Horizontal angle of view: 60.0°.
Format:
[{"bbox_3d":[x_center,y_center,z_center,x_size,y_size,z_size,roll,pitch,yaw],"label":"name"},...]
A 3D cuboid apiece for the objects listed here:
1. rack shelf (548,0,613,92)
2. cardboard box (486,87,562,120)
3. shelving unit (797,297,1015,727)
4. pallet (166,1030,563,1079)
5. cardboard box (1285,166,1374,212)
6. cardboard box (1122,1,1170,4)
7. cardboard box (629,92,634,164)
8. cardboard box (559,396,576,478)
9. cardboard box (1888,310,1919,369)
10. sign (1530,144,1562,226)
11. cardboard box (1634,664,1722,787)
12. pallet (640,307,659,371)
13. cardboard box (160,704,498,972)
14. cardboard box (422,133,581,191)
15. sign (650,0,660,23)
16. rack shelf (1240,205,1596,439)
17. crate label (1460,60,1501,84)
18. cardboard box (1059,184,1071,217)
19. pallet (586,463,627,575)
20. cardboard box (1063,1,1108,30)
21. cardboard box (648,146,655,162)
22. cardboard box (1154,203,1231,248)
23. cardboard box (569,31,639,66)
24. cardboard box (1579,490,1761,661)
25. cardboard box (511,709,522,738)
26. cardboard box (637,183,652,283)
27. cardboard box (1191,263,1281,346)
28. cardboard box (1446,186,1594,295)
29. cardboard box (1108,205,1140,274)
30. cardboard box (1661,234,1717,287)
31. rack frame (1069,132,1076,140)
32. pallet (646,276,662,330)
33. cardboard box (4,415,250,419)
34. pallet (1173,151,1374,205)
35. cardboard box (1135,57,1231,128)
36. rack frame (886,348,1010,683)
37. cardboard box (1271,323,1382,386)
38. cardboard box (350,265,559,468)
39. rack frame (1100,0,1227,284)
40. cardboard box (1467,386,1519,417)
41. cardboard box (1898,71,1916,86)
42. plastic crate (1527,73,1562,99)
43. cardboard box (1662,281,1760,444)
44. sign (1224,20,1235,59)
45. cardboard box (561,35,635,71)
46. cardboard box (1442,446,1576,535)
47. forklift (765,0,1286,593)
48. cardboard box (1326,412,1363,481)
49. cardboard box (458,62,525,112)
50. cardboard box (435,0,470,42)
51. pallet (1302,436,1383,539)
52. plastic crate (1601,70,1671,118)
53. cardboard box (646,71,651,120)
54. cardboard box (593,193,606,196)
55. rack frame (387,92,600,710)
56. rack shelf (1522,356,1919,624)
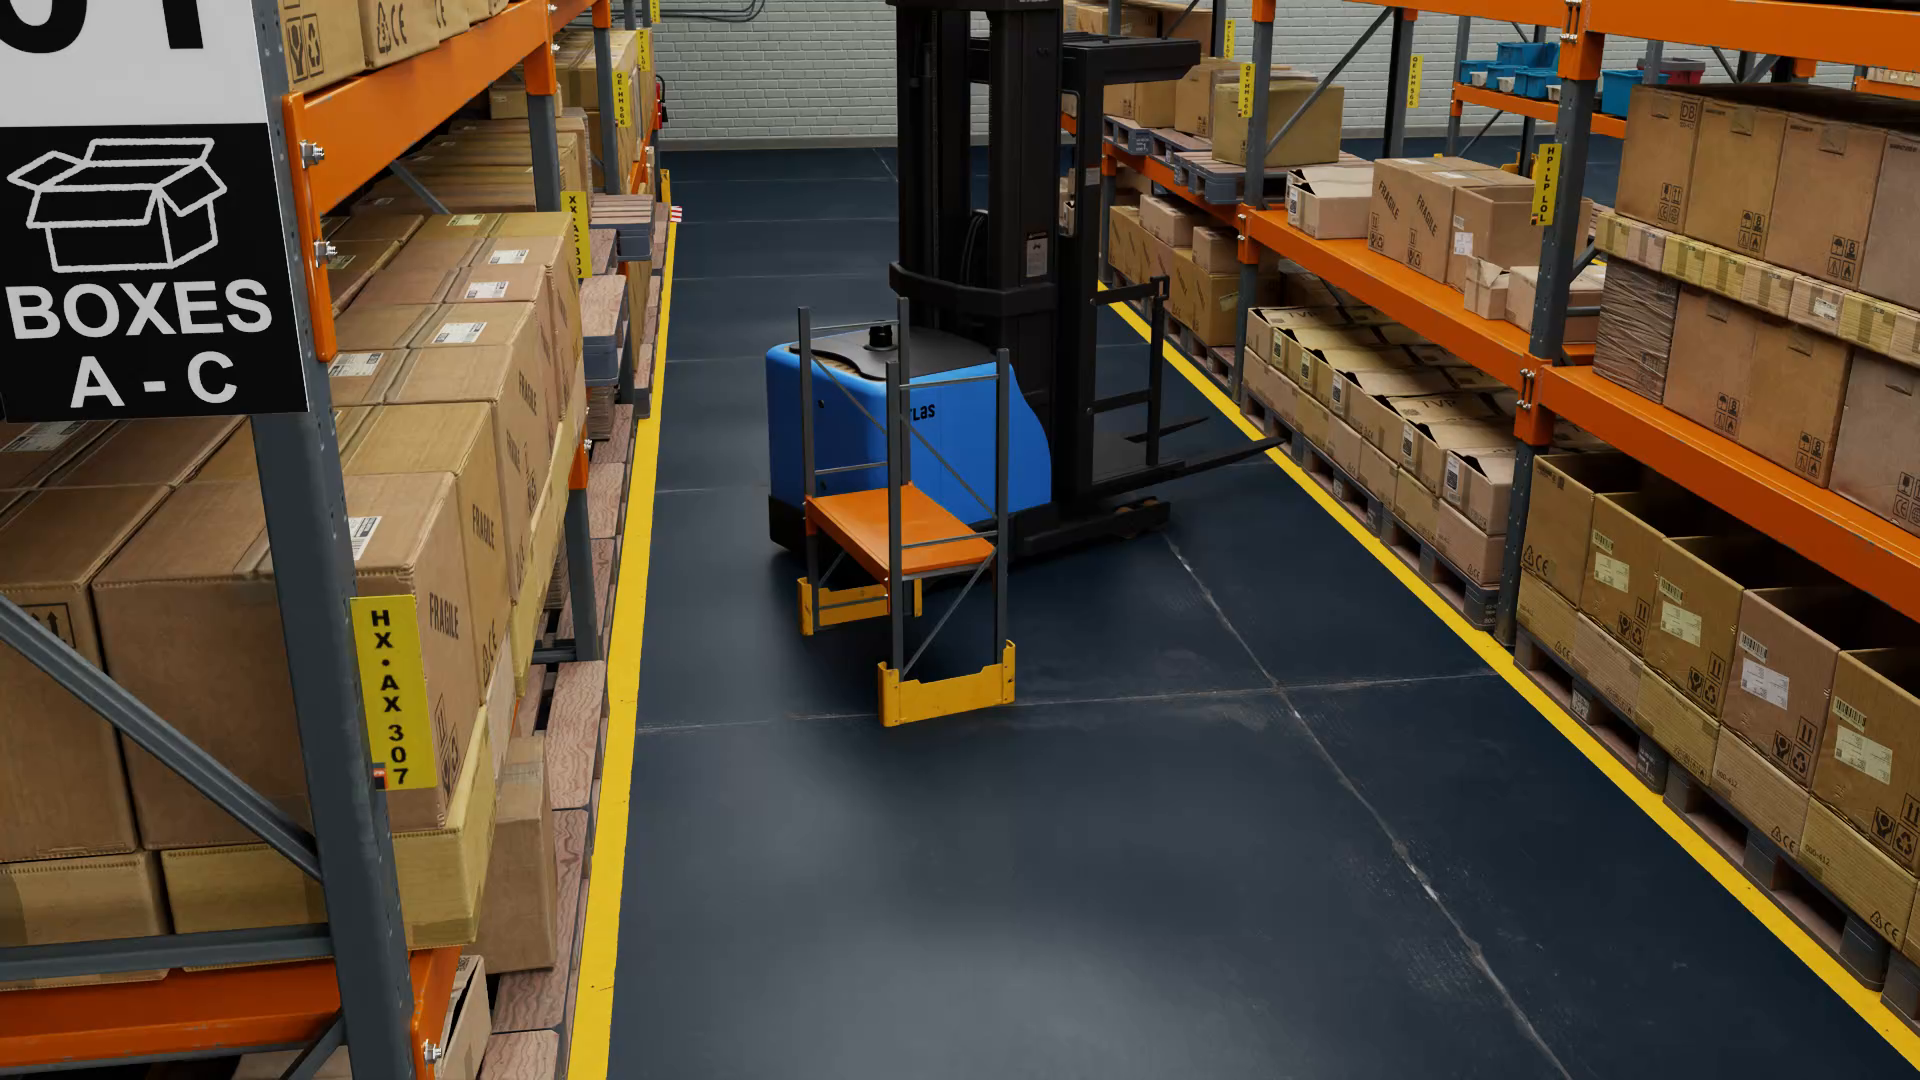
[{"bbox_3d":[-2.274,-2.475,7.796,1.077,0.370,4.000,-3,21,-8],"label":"rack shelf"},{"bbox_3d":[-2.422,-2.427,9.229,0.380,0.149,0.250,-6,21,-17],"label":"cardboard box"},{"bbox_3d":[-0.254,-0.162,7.005,0.587,1.500,1.083,-9,22,-22],"label":"shelving unit"},{"bbox_3d":[-1.502,1.668,3.950,1.003,0.211,1.213,-3,21,-8],"label":"pallet"},{"bbox_3d":[2.348,-2.180,10.394,0.500,0.311,0.500,-2,21,-4],"label":"cardboard box"},{"bbox_3d":[1.749,-4.963,16.146,0.500,0.500,0.500,-2,21,-6],"label":"cardboard box"},{"bbox_3d":[-2.516,-2.829,11.408,0.500,0.500,0.500,-3,21,-8],"label":"cardboard box"},{"bbox_3d":[-1.554,-0.332,5.503,0.500,0.250,0.500,-3,21,-8],"label":"cardboard box"},{"bbox_3d":[3.023,-0.591,4.941,0.380,0.149,0.250,-3,21,-8],"label":"cardboard box"},{"bbox_3d":[2.380,-1.440,6.743,0.100,0.325,0.005,-3,21,-8],"label":"sign"},{"bbox_3d":[2.817,0.649,6.022,0.500,0.250,0.500,-3,21,-8],"label":"cardboard box"},{"bbox_3d":[-2.774,-1.491,12.407,1.003,0.211,1.213,-3,21,-8],"label":"pallet"},{"bbox_3d":[-1.165,0.547,3.151,0.500,0.250,0.500,-4,21,-9],"label":"cardboard box"},{"bbox_3d":[-2.283,-1.760,8.369,0.700,0.500,0.500,-3,21,-8],"label":"cardboard box"},{"bbox_3d":[-3.177,-5.545,17.282,0.100,0.325,0.005,-3,21,-8],"label":"sign"},{"bbox_3d":[2.627,-1.321,8.994,1.077,0.370,4.000,-3,21,-8],"label":"rack shelf"},{"bbox_3d":[5.798,-5.216,18.549,0.416,0.233,0.303,-3,21,-8],"label":"crate label"},{"bbox_3d":[1.128,-3.489,17.073,0.500,0.250,0.500,-3,21,-8],"label":"cardboard box"},{"bbox_3d":[-2.279,-0.101,8.684,1.003,0.211,1.213,-3,21,-8],"label":"pallet"},{"bbox_3d":[1.213,-4.939,16.080,0.500,0.500,0.500,-3,21,-8],"label":"cardboard box"},{"bbox_3d":[-3.317,-3.926,16.986,0.380,0.149,0.250,-3,21,-8],"label":"cardboard box"},{"bbox_3d":[1.808,-2.422,12.786,0.500,0.250,0.500,-3,21,-9],"label":"cardboard box"},{"bbox_3d":[-2.818,-3.882,13.155,0.500,0.250,0.500,-2,21,-6],"label":"cardboard box"},{"bbox_3d":[2.753,0.124,6.356,0.500,0.500,0.500,-3,21,-8],"label":"cardboard box"},{"bbox_3d":[-1.797,0.608,5.745,0.500,0.500,0.500,-4,21,-12],"label":"cardboard box"},{"bbox_3d":[-2.917,-2.455,13.475,0.750,0.750,0.750,-3,21,-7],"label":"cardboard box"},{"bbox_3d":[1.972,-1.697,11.918,0.500,0.500,0.500,-2,21,-6],"label":"cardboard box"},{"bbox_3d":[2.745,-1.461,8.199,0.500,0.500,0.500,-1,21,-4],"label":"cardboard box"},{"bbox_3d":[1.591,-2.591,14.309,0.500,0.500,0.500,-4,21,-10],"label":"cardboard box"},{"bbox_3d":[2.838,-1.037,6.136,0.380,0.149,0.250,-3,21,-9],"label":"cardboard box"},{"bbox_3d":[1.186,-5.120,18.138,1.000,3.000,0.127,-3,21,-8],"label":"rack frame"},{"bbox_3d":[-2.953,-1.914,13.540,1.003,0.211,1.213,-3,21,-8],"label":"pallet"},{"bbox_3d":[-1.829,-0.126,3.880,0.500,0.500,0.500,-3,21,-9],"label":"cardboard box"},{"bbox_3d":[2.172,-2.492,11.374,1.213,0.211,1.003,-3,21,-8],"label":"pallet"},{"bbox_3d":[1.771,-3.569,13.241,0.700,0.500,0.500,0,20,1],"label":"cardboard box"},{"bbox_3d":[-0.044,0.004,6.562,0.500,1.500,0.032,-9,22,-22],"label":"rack frame"},{"bbox_3d":[2.208,-1.144,10.020,0.500,0.311,0.500,-3,21,-9],"label":"cardboard box"},{"bbox_3d":[-1.472,-0.509,4.906,0.500,0.500,0.500,-4,21,-9],"label":"cardboard box"},{"bbox_3d":[1.762,-3.735,14.430,1.000,3.000,0.127,-3,21,-8],"label":"rack frame"},{"bbox_3d":[2.960,-0.645,8.684,0.500,0.311,0.500,-4,21,-10],"label":"cardboard box"},{"bbox_3d":[10.790,-5.184,18.668,0.380,0.149,0.250,-3,21,-9],"label":"cardboard box"},{"bbox_3d":[6.031,-4.657,17.050,0.416,0.233,0.300,-3,21,-8],"label":"plastic crate"},{"bbox_3d":[3.068,-0.677,6.098,0.700,0.500,0.500,-3,21,-8],"label":"cardboard box"},{"bbox_3d":[2.311,-4.307,14.306,0.100,0.325,0.005,-3,21,-8],"label":"sign"},{"bbox_3d":[-2.754,-3.705,12.679,0.500,0.250,0.500,-2,21,-7],"label":"cardboard box"},{"bbox_3d":[2.574,-0.262,7.660,0.500,0.311,0.500,-3,21,-8],"label":"cardboard box"},{"bbox_3d":[0.496,-1.509,8.568,3.031,2.935,1.130,-15,25,-35],"label":"forklift"},{"bbox_3d":[2.352,-0.532,9.182,0.500,0.250,0.500,-2,21,-7],"label":"cardboard box"},{"bbox_3d":[-2.884,-2.790,10.231,0.500,0.250,0.500,-2,21,-6],"label":"cardboard box"},{"bbox_3d":[-1.331,-1.286,3.415,0.500,0.500,0.500,-2,21,-5],"label":"cardboard box"},{"bbox_3d":[2.592,-0.336,9.313,1.003,0.211,1.213,-3,21,-8],"label":"pallet"},{"bbox_3d":[6.260,-4.149,15.474,0.392,0.384,0.575,-3,21,-8],"label":"plastic crate"},{"bbox_3d":[-3.415,-4.318,15.561,0.980,0.700,0.700,-4,21,-10],"label":"cardboard box"},{"bbox_3d":[-2.381,-2.117,10.426,0.380,0.149,0.250,-3,21,-9],"label":"cardboard box"},{"bbox_3d":[-1.986,-0.714,6.341,1.000,3.000,0.127,-3,21,-8],"label":"rack frame"},{"bbox_3d":[3.204,0.064,5.286,1.077,0.370,4.000,-3,21,-8],"label":"rack shelf"}]
